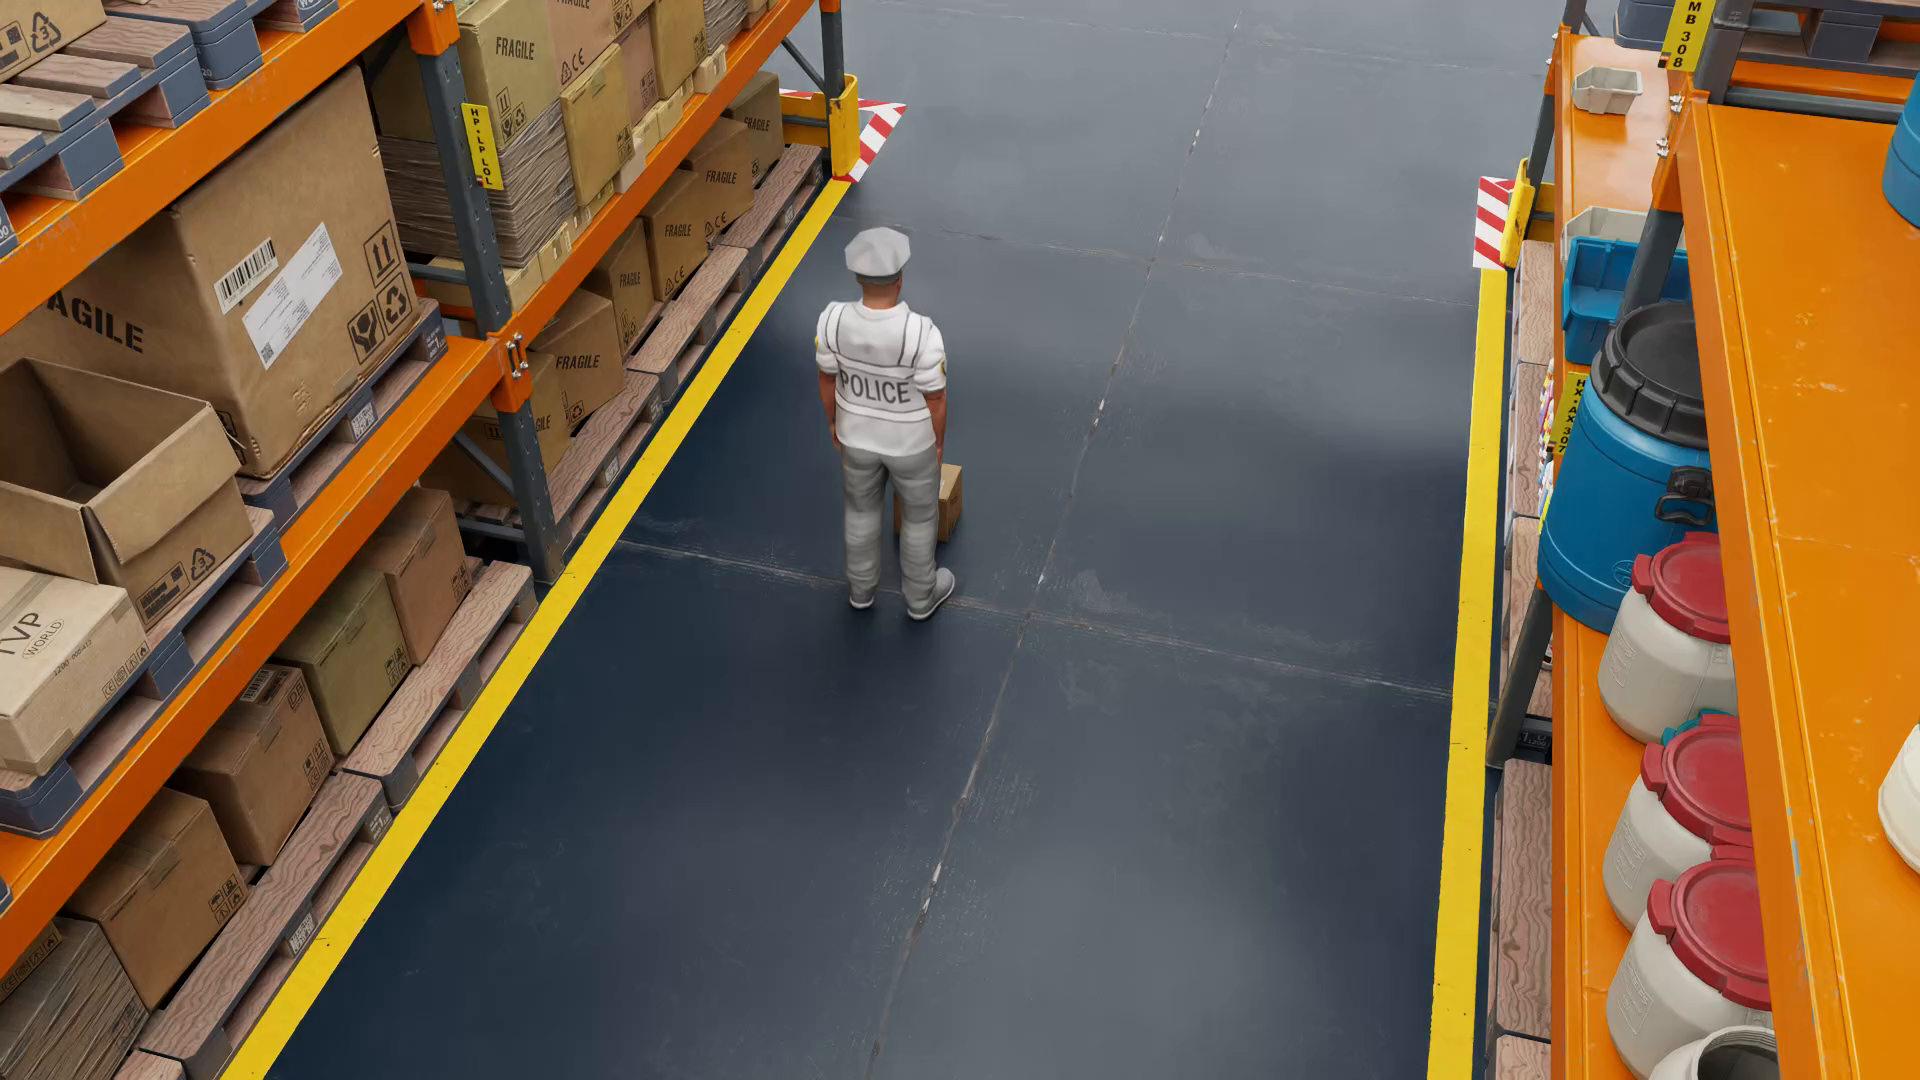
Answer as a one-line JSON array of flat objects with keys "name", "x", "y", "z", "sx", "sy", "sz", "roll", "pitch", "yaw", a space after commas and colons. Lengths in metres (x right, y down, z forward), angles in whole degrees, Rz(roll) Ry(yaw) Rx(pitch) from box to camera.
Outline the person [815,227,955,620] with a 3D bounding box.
[{"name": "person", "x": -0.293, "y": -0.441, "z": 6.658, "sx": 0.530, "sy": 1.761, "sz": 0.395, "roll": 11, "pitch": 42, "yaw": 13}]
